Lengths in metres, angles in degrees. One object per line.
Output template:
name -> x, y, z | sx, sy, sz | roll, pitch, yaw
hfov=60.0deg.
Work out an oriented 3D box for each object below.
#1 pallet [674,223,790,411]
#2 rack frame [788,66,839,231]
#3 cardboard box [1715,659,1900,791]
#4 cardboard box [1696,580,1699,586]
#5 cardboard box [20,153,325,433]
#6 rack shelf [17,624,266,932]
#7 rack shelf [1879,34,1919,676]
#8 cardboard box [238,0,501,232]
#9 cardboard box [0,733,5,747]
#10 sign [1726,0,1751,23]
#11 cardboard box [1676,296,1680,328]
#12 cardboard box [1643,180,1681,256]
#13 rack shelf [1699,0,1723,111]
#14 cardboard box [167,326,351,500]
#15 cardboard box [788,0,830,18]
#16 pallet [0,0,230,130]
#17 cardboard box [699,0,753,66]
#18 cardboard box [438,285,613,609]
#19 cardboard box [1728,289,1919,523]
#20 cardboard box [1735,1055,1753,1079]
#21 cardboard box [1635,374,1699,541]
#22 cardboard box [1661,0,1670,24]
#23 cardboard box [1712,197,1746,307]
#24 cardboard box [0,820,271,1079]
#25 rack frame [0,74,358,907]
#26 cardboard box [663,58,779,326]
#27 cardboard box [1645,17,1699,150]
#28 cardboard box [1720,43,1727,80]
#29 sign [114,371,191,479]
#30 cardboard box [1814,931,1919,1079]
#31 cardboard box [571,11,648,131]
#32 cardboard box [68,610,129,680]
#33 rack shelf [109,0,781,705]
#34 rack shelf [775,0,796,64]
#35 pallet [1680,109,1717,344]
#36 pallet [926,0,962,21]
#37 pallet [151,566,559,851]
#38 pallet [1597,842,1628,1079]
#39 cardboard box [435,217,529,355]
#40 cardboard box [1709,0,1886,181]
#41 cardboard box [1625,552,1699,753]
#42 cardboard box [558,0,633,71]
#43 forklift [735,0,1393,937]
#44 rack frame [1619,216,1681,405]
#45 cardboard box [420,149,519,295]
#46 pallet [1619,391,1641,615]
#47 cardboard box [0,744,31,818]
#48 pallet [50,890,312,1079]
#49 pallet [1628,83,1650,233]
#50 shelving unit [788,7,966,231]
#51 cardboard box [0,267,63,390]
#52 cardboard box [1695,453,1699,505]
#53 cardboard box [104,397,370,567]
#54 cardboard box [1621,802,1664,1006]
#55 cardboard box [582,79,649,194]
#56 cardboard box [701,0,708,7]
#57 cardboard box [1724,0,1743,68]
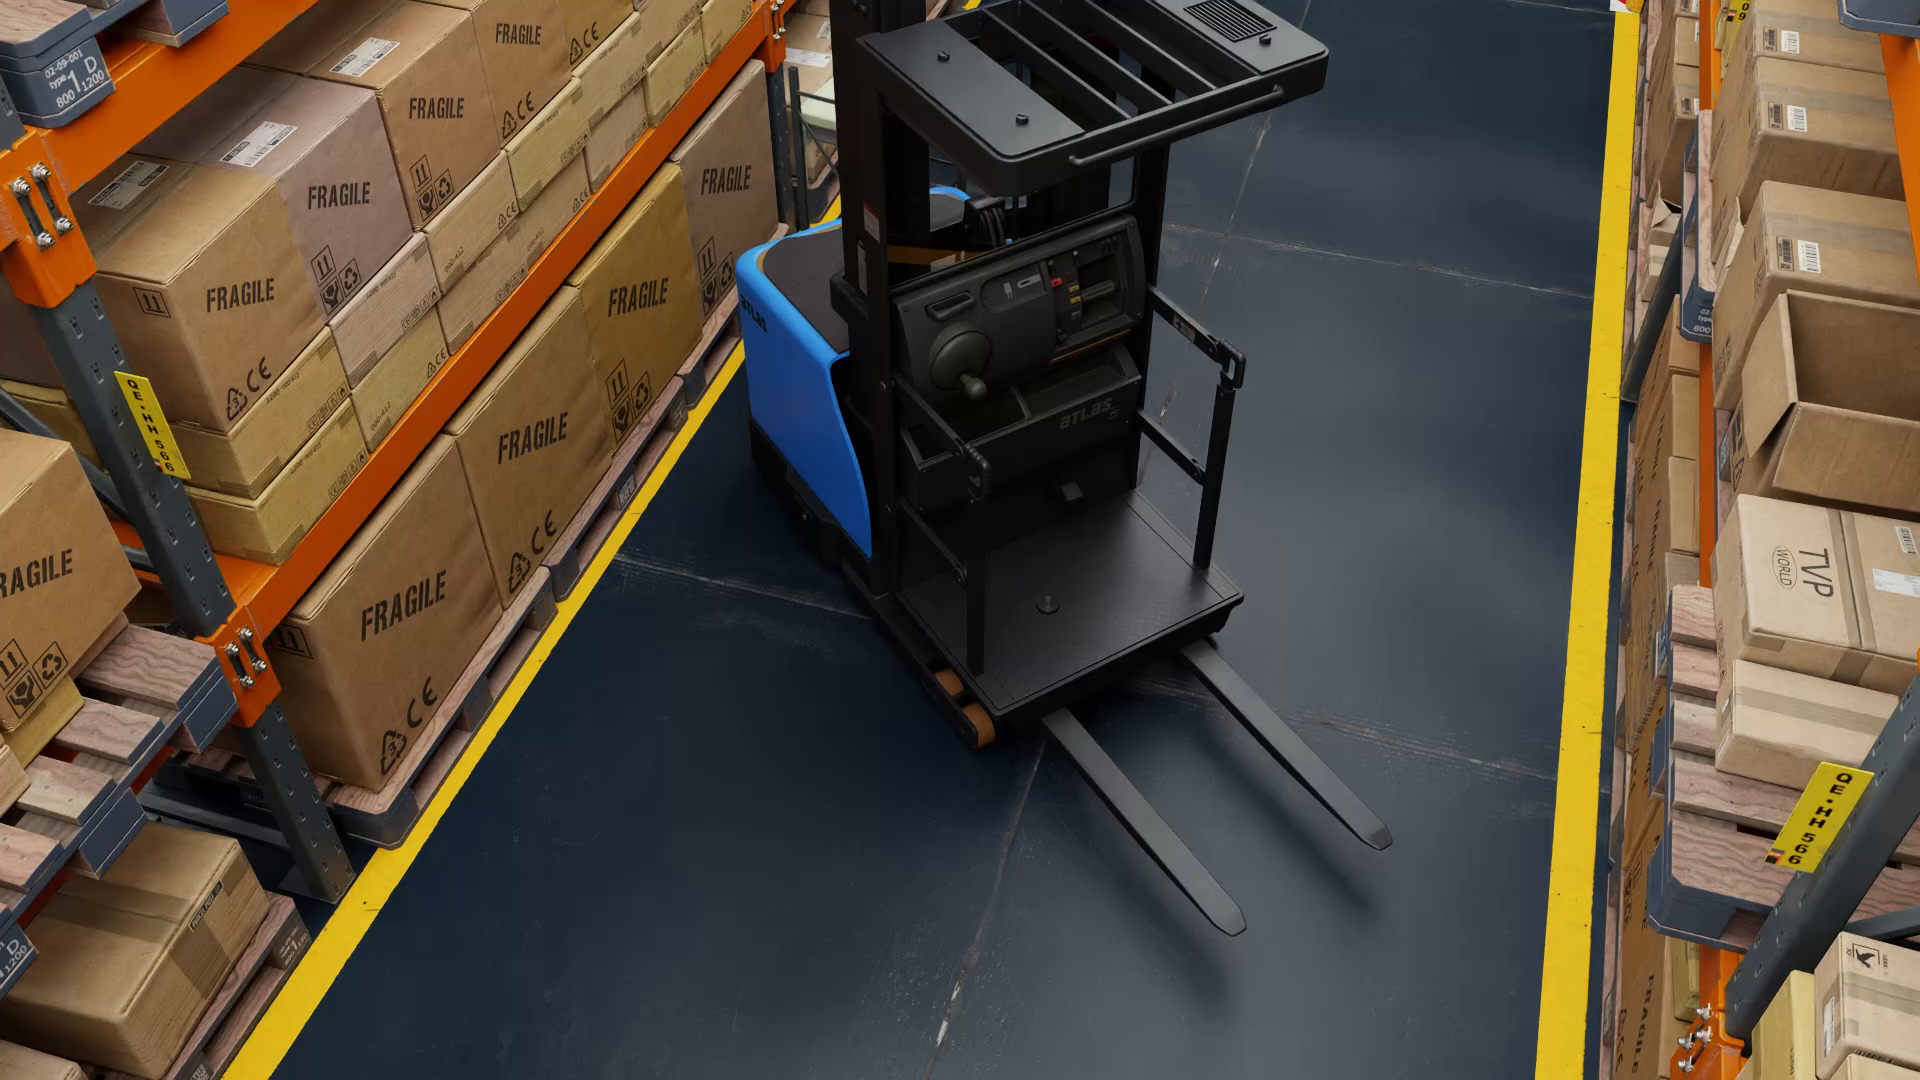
pallet -> -1.472, -1.144, 7.768 | 1.003, 0.211, 1.213 | 13, 46, 13
rack frame -> -0.489, -1.250, 6.955 | 0.400, 1.500, 0.023 | 20, 48, 19
cardboard box -> 2.043, 0.465, 4.010 | 0.380, 0.149, 0.250 | 13, 46, 13
cardboard box -> 2.546, 0.295, 5.327 | 0.380, 0.149, 0.250 | 11, 45, 11
cardboard box -> -2.139, -0.675, 4.508 | 0.500, 0.500, 0.500 | 11, 45, 11
rack shelf -> -3.127, 1.586, 3.499 | 1.077, 0.370, 4.000 | 13, 46, 13
rack shelf -> 2.816, -1.104, 4.103 | 1.077, 0.370, 4.000 | 13, 46, 13
cardboard box -> -1.827, -1.349, 5.197 | 0.500, 0.500, 0.500 | 14, 46, 14
cardboard box -> -2.541, 0.412, 3.600 | 0.500, 0.500, 0.500 | 12, 46, 12
sign -> 2.902, -2.041, 6.072 | 0.100, 0.325, 0.005 | 13, 46, 13
cardboard box -> 3.059, -0.928, 6.577 | 0.380, 0.149, 0.250 | 15, 46, 14
cardboard box -> 3.418, -1.466, 7.758 | 0.396, 0.266, 0.258 | 14, 46, 14
rack shelf -> 4.027, -2.698, 7.877 | 1.077, 0.370, 4.000 | 13, 46, 13
cardboard box -> -2.133, -0.415, 4.779 | 0.500, 0.250, 0.500 | 12, 46, 12
cardboard box -> -0.747, -2.898, 9.098 | 0.875, 0.438, 0.875 | 11, 45, 11
pallet -> -2.377, -1.450, 4.077 | 1.213, 0.211, 1.003 | 15, 46, 14
cardboard box -> -1.206, -2.265, 7.027 | 0.500, 0.250, 0.500 | 12, 46, 12
cardboard box -> -1.959, -0.432, 6.265 | 0.875, 0.875, 0.875 | 13, 46, 13
cardboard box -> 2.528, -0.270, 4.507 | 0.797, 0.503, 0.637 | 12, 46, 12
cardboard box -> 1.843, 1.342, 3.341 | 0.500, 0.250, 0.500 | 13, 46, 13
cardboard box -> 2.909, -0.247, 6.345 | 0.500, 0.500, 0.500 | 12, 46, 12
cardboard box -> 4.357, -3.158, 9.318 | 0.797, 0.503, 0.637 | 11, 45, 11
cardboard box -> 2.635, -0.879, 5.300 | 0.396, 0.266, 0.258 | 15, 46, 14
cardboard box -> -2.702, 1.159, 4.999 | 0.950, 0.372, 0.625 | 10, 45, 10
rack frame -> -2.522, -0.005, 4.610 | 1.000, 3.000, 0.127 | 13, 46, 13
cardboard box -> -1.422, -1.631, 7.491 | 0.875, 0.875, 0.875 | 14, 46, 14
cardboard box -> 3.806, -2.264, 8.406 | 0.500, 0.500, 0.500 | 13, 46, 13
cardboard box -> 3.335, -1.976, 6.805 | 0.380, 0.149, 0.250 | 14, 46, 14
sign -> -2.002, -0.281, 4.122 | 0.100, 0.325, 0.005 | 13, 46, 13
cardboard box -> 1.833, 0.927, 3.123 | 0.380, 0.149, 0.250 | 14, 46, 14
cardboard box -> -1.508, -1.769, 6.163 | 0.500, 0.250, 0.500 | 14, 46, 13
cardboard box -> -2.397, 0.204, 4.277 | 0.380, 0.149, 0.250 | 14, 46, 14
rack shelf -> -1.916, -1.081, 6.224 | 1.077, 0.370, 4.000 | 13, 46, 13
rack shelf -> -0.705, -3.747, 8.949 | 1.077, 0.370, 4.000 | 13, 46, 13
pallet -> 3.075, -1.044, 5.809 | 1.003, 0.211, 1.213 | 13, 46, 13
pallet -> -0.638, -2.980, 9.645 | 1.003, 0.211, 1.213 | 13, 46, 12
pallet -> -2.211, 0.483, 6.106 | 1.003, 0.211, 1.213 | 13, 46, 13
pallet -> 2.472, 1.551, 5.014 | 1.003, 0.211, 1.213 | 13, 46, 13
cardboard box -> -1.831, -0.918, 5.651 | 0.500, 0.250, 0.500 | 14, 46, 14
cardboard box -> 3.062, -1.533, 5.800 | 0.700, 0.500, 0.500 | 14, 46, 14
cardboard box -> 2.590, 0.429, 5.654 | 0.500, 0.500, 0.500 | 11, 45, 11
cardboard box -> -1.528, -2.033, 5.896 | 0.500, 0.500, 0.500 | 14, 46, 14
forklift -> 0.331, -0.676, 5.345 | 1.130, 2.935, 3.031 | -24, 49, -22
rack frame -> 3.421, -1.622, 6.263 | 1.000, 3.000, 0.127 | 13, 46, 13
cardboard box -> -1.813, -1.089, 5.468 | 0.500, 0.250, 0.500 | 12, 46, 12
pallet -> 3.211, -0.075, 6.676 | 1.003, 0.211, 1.213 | 13, 46, 13
cardboard box -> -2.443, 0.575, 3.897 | 0.380, 0.149, 0.250 | 12, 46, 12
pallet -> -2.760, 1.513, 5.053 | 1.003, 0.211, 1.213 | 13, 46, 13
pallet -> 3.998, -1.899, 8.539 | 1.003, 0.211, 1.213 | 13, 46, 13
shelving unit -> -0.323, -1.478, 7.188 | 0.431, 1.500, 0.755 | 20, 48, 19
cardboard box -> -2.614, -0.798, 4.634 | 0.500, 0.500, 0.500 | 11, 46, 11
cardboard box -> 2.801, -0.209, 5.842 | 0.380, 0.149, 0.250 | 12, 46, 12
cardboard box -> -2.134, -0.224, 4.941 | 0.500, 0.250, 0.500 | 12, 46, 12
cardboard box -> 2.295, 1.129, 4.939 | 0.500, 0.500, 0.500 | 12, 46, 12
cardboard box -> -1.532, -1.593, 6.341 | 0.500, 0.250, 0.500 | 11, 46, 11
cardboard box -> -1.212, -2.450, 6.859 | 0.500, 0.250, 0.500 | 12, 46, 12
cardboard box -> 3.343, -2.066, 6.611 | 0.500, 0.250, 0.500 | 14, 46, 14
